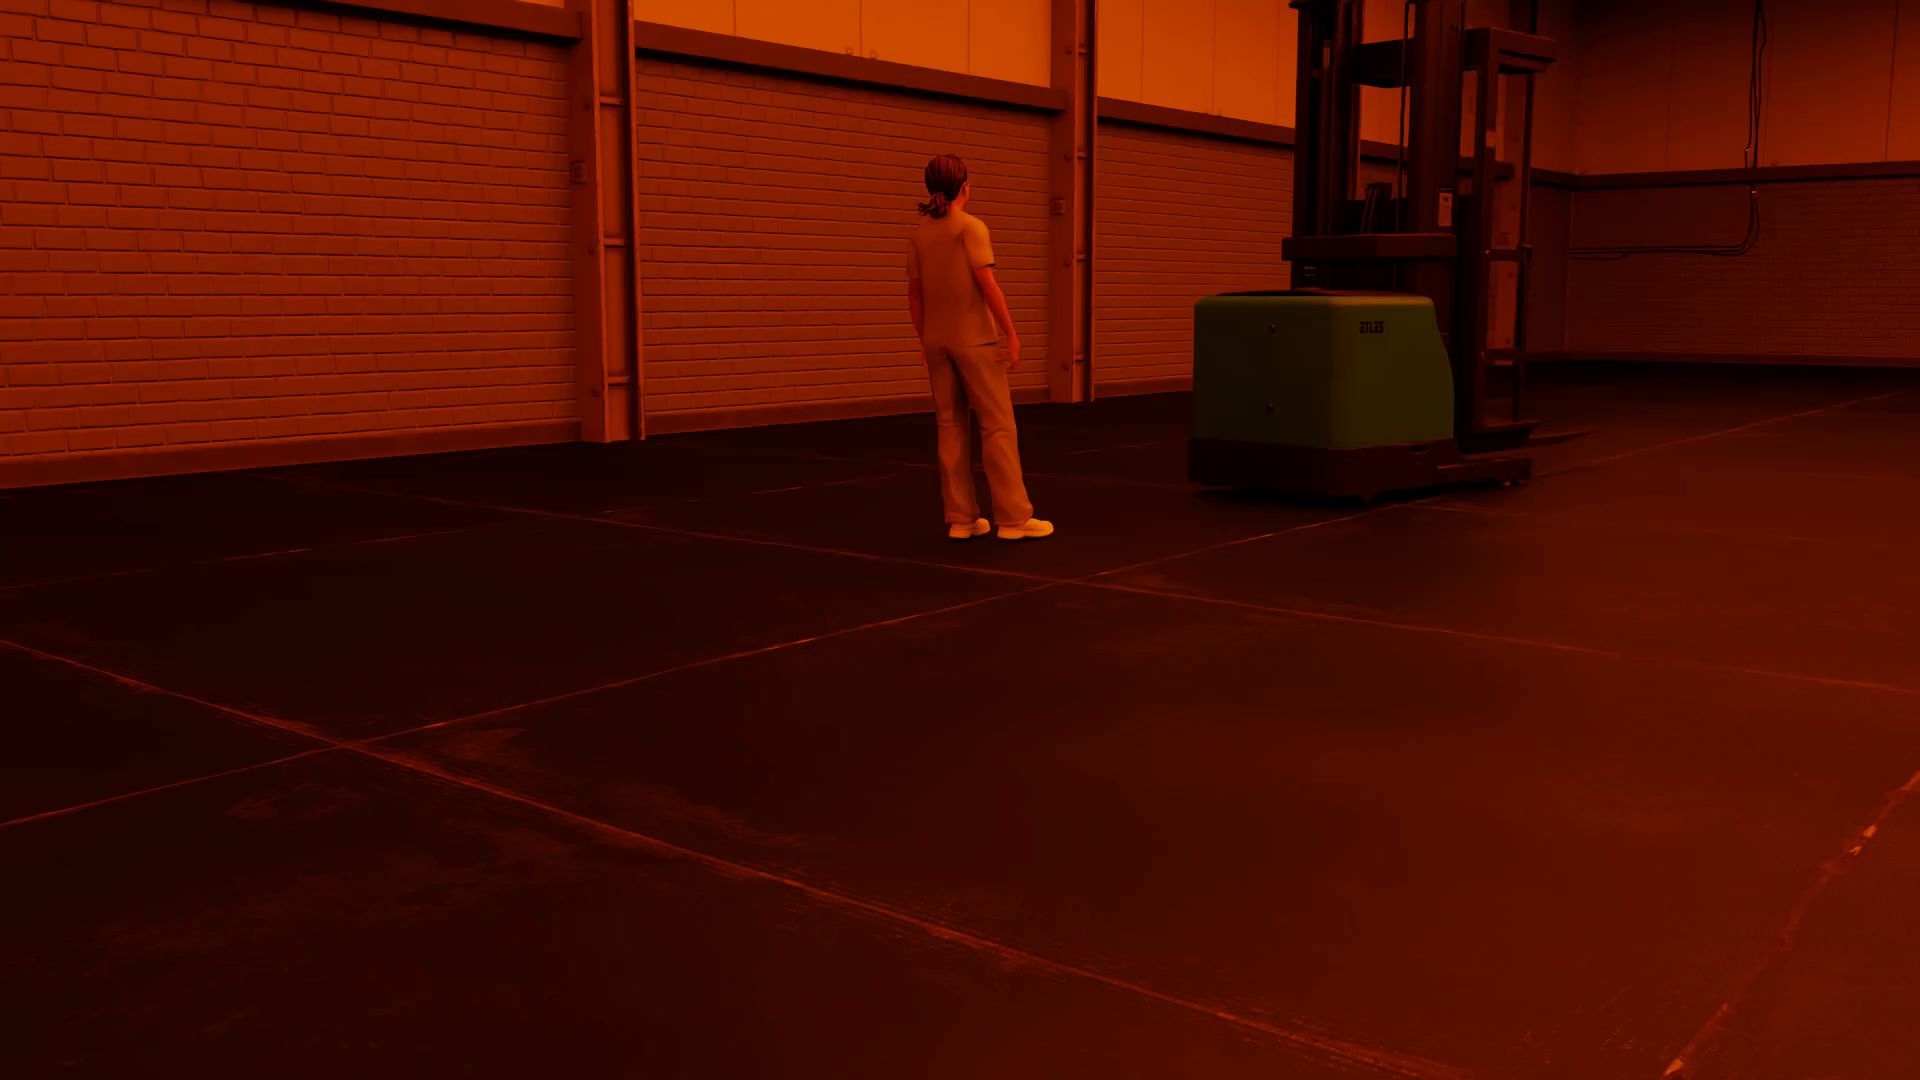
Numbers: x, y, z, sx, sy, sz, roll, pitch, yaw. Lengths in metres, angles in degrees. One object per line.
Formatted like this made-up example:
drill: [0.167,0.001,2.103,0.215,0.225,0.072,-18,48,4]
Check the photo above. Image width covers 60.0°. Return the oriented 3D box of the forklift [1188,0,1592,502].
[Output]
forklift: [2.674,-1.800,9.581,3.031,2.935,1.130,-8,11,-43]

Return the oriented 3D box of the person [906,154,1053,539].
person: [0.057,-0.844,7.331,0.549,1.673,0.548,7,11,38]
